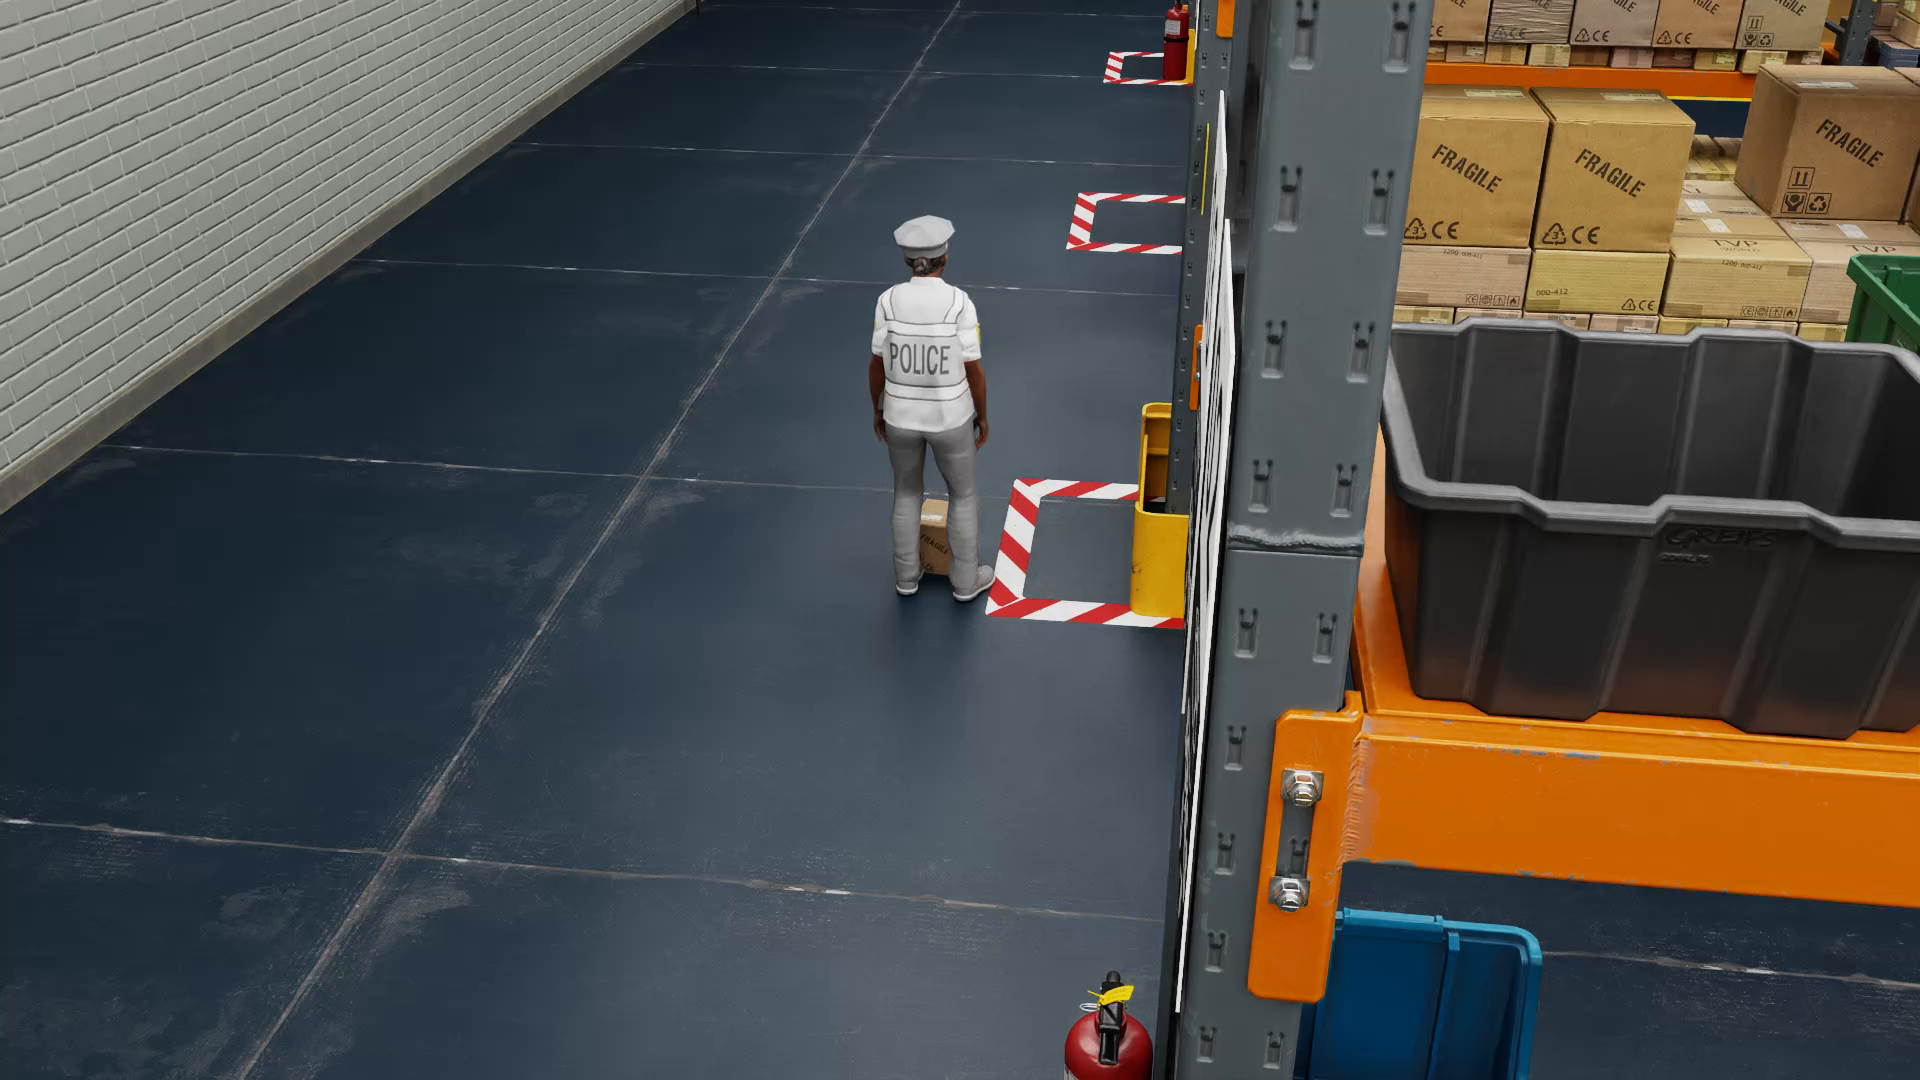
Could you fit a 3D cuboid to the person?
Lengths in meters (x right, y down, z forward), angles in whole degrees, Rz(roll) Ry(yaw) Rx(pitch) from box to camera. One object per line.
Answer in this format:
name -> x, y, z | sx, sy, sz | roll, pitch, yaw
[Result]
person -> -0.119, -0.520, 7.078 | 0.530, 1.661, 0.391 | 6, 29, 10
